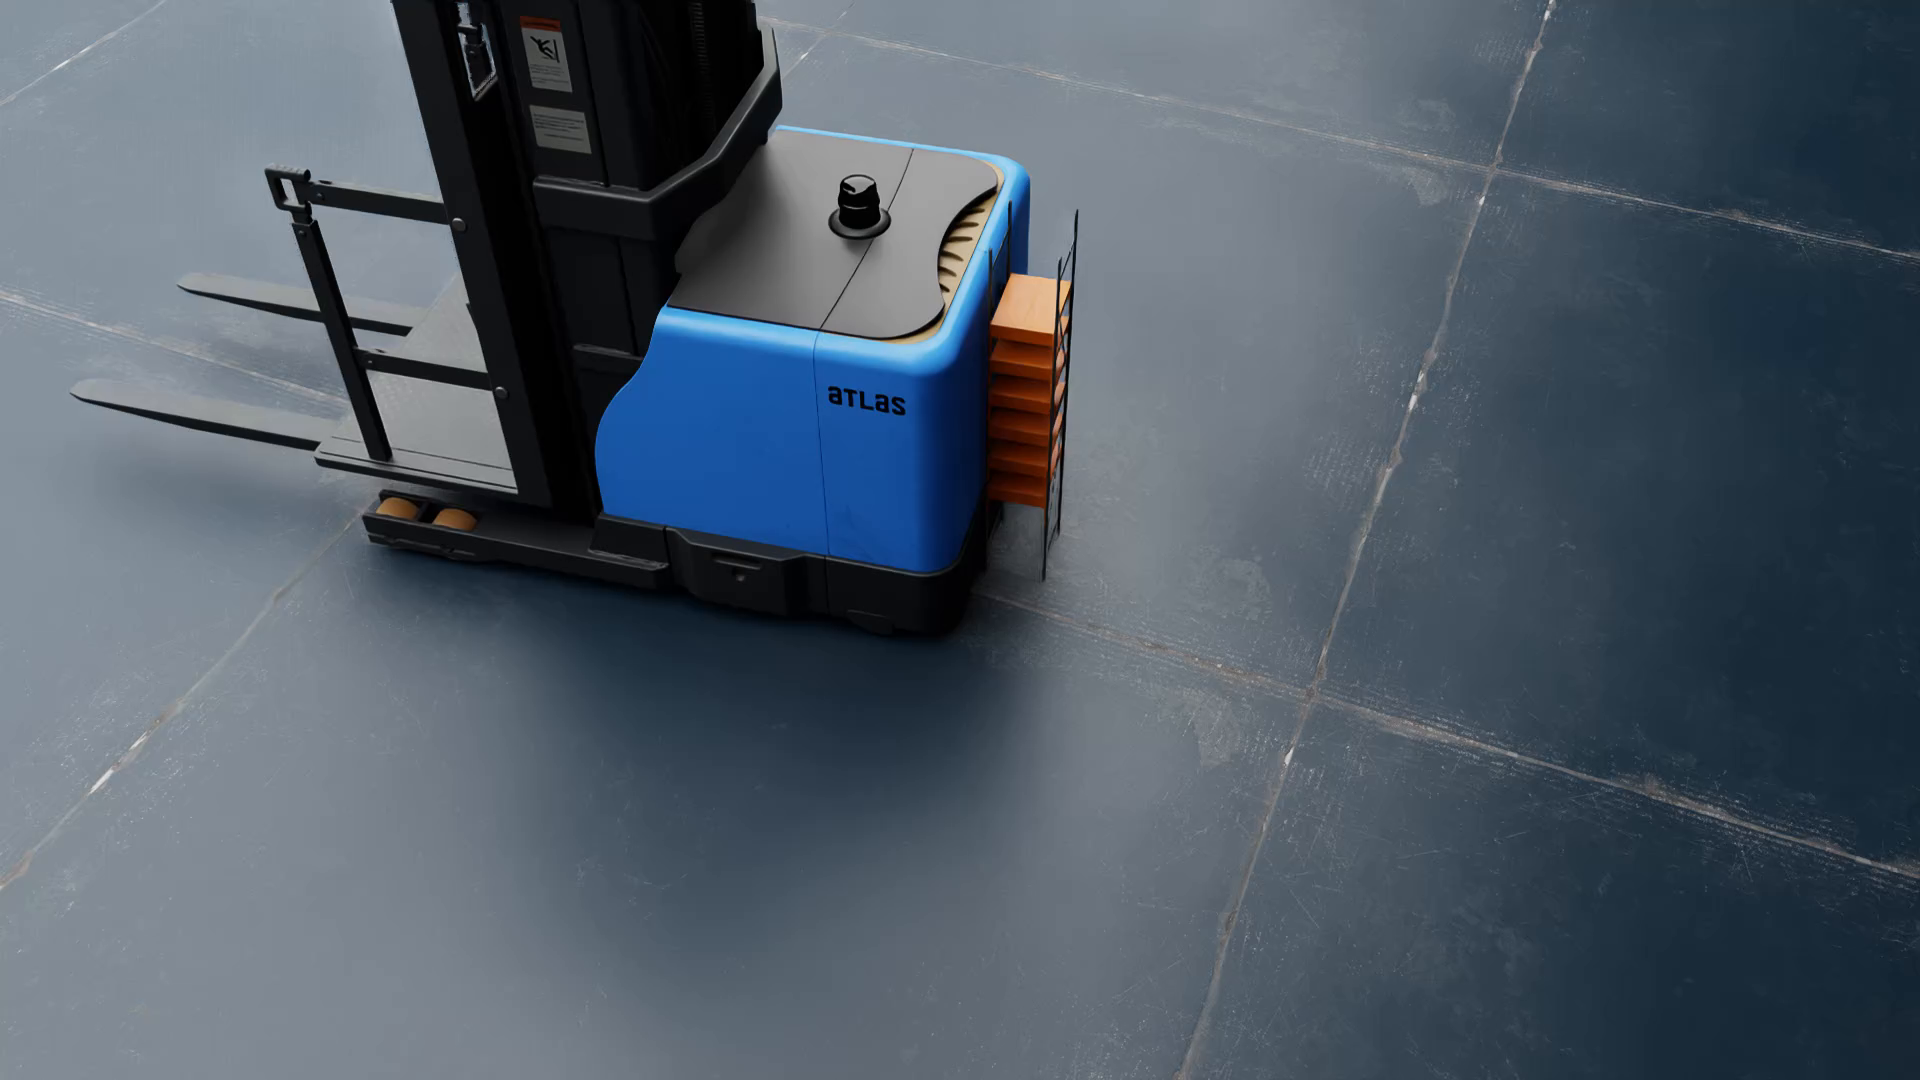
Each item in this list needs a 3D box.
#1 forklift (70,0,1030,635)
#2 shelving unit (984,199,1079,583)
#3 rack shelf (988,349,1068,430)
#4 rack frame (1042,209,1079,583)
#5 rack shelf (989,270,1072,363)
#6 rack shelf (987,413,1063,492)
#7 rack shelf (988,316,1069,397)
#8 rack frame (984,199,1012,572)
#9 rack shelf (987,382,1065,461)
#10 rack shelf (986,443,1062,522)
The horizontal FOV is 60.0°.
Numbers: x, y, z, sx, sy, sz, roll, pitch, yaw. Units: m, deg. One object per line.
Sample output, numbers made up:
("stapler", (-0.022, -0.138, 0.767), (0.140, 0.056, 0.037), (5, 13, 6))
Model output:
("forklift", (-1.356, -1.324, 4.502), (3.031, 2.935, 1.130), (10, 46, 10))
("shelving unit", (0.196, -0.392, 4.794), (0.189, 1.200, 0.258), (10, 46, 10))
("rack shelf", (0.196, -0.446, 4.740), (0.180, 0.103, 0.258), (10, 46, 10))
("rack frame", (0.285, -0.376, 4.778), (0.006, 1.200, 0.240), (10, 46, 10))
("rack shelf", (0.196, -0.616, 4.571), (0.180, 0.103, 0.258), (10, 46, 10))
("rack shelf", (0.196, -0.276, 4.910), (0.180, 0.103, 0.258), (10, 46, 10))
("rack shelf", (0.196, -0.531, 4.656), (0.180, 0.103, 0.258), (10, 46, 10))
("rack frame", (0.107, -0.409, 4.810), (0.006, 1.200, 0.240), (10, 46, 10))
("rack shelf", (0.196, -0.361, 4.825), (0.180, 0.103, 0.258), (10, 46, 10))
("rack shelf", (0.196, -0.191, 4.994), (0.180, 0.103, 0.258), (10, 46, 10))
